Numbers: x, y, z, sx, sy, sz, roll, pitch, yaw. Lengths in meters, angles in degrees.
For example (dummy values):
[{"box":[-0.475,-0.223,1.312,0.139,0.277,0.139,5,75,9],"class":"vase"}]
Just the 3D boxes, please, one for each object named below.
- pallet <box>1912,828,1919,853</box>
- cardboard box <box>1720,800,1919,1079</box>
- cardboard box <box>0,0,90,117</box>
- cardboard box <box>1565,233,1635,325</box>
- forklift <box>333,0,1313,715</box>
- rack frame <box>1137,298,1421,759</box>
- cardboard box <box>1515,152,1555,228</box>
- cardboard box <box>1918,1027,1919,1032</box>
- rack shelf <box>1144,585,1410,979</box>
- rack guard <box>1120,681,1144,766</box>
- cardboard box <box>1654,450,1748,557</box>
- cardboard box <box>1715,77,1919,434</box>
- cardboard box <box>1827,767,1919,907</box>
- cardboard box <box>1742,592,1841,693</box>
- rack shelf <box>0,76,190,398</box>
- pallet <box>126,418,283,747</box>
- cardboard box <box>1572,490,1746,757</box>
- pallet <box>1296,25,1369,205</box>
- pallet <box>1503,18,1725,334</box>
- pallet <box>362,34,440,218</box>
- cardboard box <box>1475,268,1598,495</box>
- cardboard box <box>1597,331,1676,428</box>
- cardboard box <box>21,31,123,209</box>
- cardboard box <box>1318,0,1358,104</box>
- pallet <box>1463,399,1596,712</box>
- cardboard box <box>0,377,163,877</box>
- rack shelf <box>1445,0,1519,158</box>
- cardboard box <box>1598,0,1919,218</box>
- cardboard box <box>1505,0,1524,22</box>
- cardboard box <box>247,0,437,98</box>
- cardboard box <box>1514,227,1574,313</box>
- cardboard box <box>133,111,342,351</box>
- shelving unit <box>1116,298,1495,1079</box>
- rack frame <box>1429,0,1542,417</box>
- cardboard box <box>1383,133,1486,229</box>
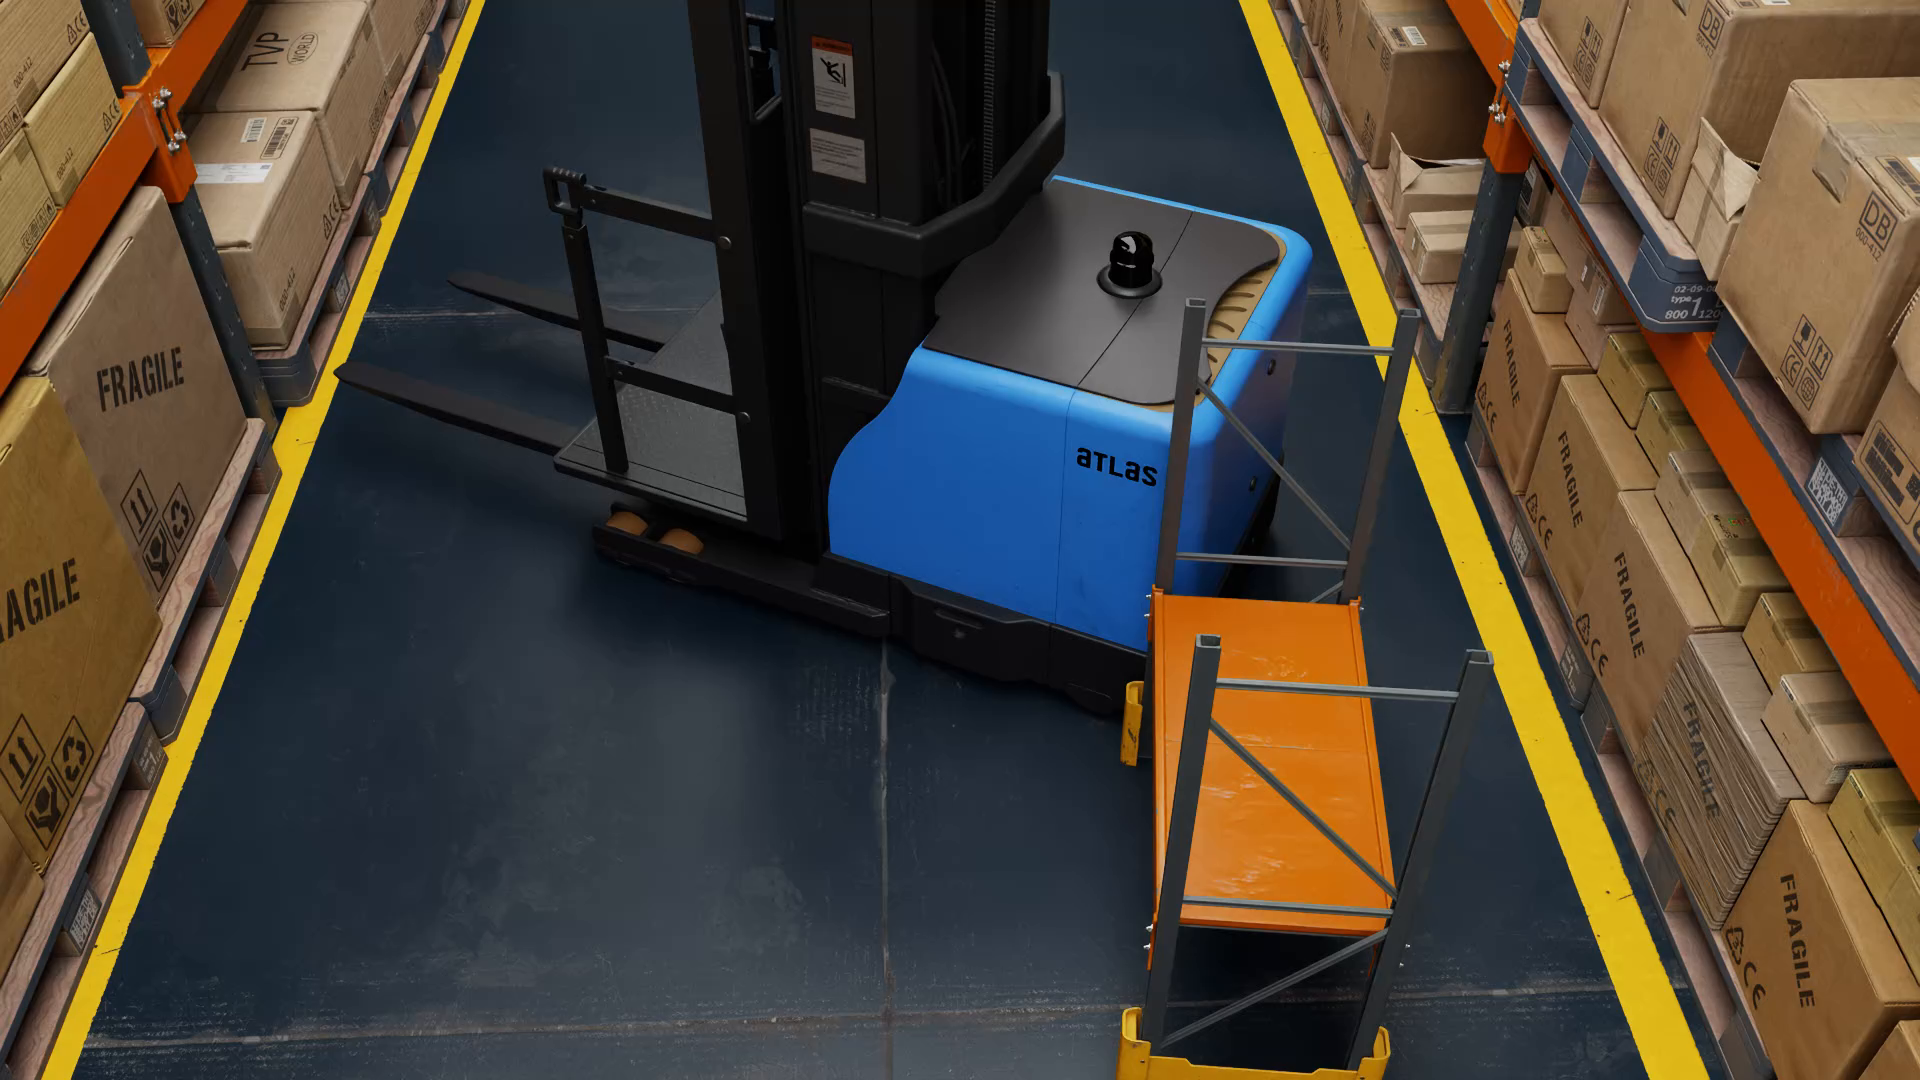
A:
[{"box":[2.210,0.729,2.376,1.213,0.211,1.003,-2,43,-2],"class":"pallet"},{"box":[2.041,0.910,3.576,0.500,0.500,0.500,0,43,0],"class":"cardboard box"},{"box":[-2.558,-1.280,4.167,0.500,0.250,0.500,-2,43,-2],"class":"cardboard box"},{"box":[1.948,-0.744,4.681,0.380,0.149,0.250,-4,43,-4],"class":"cardboard box"},{"box":[-0.572,-1.256,4.451,3.031,2.935,1.130,17,45,18],"class":"forklift"},{"box":[0.737,0.053,4.082,0.500,1.500,0.032,3,43,3],"class":"rack frame"},{"box":[2.347,-1.203,6.021,0.500,0.311,0.500,0,43,0],"class":"cardboard box"},{"box":[2.026,0.953,3.049,0.380,0.149,0.250,-3,43,-3],"class":"cardboard box"},{"box":[0.695,0.528,3.830,0.538,0.185,1.000,3,43,3],"class":"rack shelf"},{"box":[0.737,0.515,4.504,0.587,0.250,0.087,3,43,3],"class":"rack guard"},{"box":[1.999,-0.097,4.195,0.380,0.149,0.250,-2,43,-2],"class":"cardboard box"},{"box":[1.992,-0.565,3.262,0.700,0.500,0.500,-2,43,-2],"class":"cardboard box"},{"box":[2.049,0.605,3.429,0.380,0.149,0.250,-2,43,-2],"class":"cardboard box"},{"box":[2.047,0.252,3.814,0.380,0.149,0.250,-1,43,-2],"class":"cardboard box"},{"box":[-2.735,0.174,3.372,1.077,0.370,4.000,-2,43,-2],"class":"rack shelf"},{"box":[-2.712,0.106,4.979,1.003,0.211,1.213,-2,43,-2],"class":"pallet"},{"box":[1.984,0.210,4.340,0.500,0.500,0.500,-3,43,-3],"class":"cardboard box"},{"box":[2.056,-1.847,7.109,1.003,0.211,1.213,-2,43,-2],"class":"pallet"},{"box":[2.064,-0.973,4.233,1.003,0.211,1.213,-2,43,-2],"class":"pallet"},{"box":[-2.829,-1.754,7.008,1.003,0.211,1.213,-2,43,-2],"class":"pallet"},{"box":[1.935,-0.486,5.100,0.500,0.500,0.500,0,43,0],"class":"cardboard box"},{"box":[2.000,-0.451,4.581,0.380,0.149,0.250,-4,43,-4],"class":"cardboard box"},{"box":[-2.549,-1.090,4.331,0.500,0.250,0.500,-3,43,-3],"class":"cardboard box"},{"box":[1.821,-2.166,6.933,0.500,0.500,0.500,-1,43,-1],"class":"cardboard box"},{"box":[2.212,-0.010,5.105,1.003,0.211,1.213,-2,43,-2],"class":"pallet"},{"box":[-2.667,0.213,4.059,0.875,0.875,0.875,-1,43,-1],"class":"cardboard box"},{"box":[2.054,-2.671,6.477,1.077,0.370,4.000,-2,43,-2],"class":"rack shelf"},{"box":[1.958,-1.095,3.840,0.700,0.500,0.500,-1,43,-1],"class":"cardboard box"},{"box":[1.873,-1.702,5.072,0.380,0.149,0.250,-1,43,-1],"class":"cardboard box"},{"box":[-2.814,-2.292,7.115,0.875,0.438,0.875,-1,43,-1],"class":"cardboard box"},{"box":[1.889,-0.809,4.972,0.380,0.149,0.250,0,43,0],"class":"cardboard box"},{"box":[-2.739,-1.078,5.792,0.875,0.438,0.875,-2,43,-2],"class":"cardboard box"},{"box":[0.696,0.389,3.715,0.587,1.500,1.083,3,43,3],"class":"shelving unit"},{"box":[2.139,-1.586,4.760,1.000,3.000,0.127,-2,43,-2],"class":"rack frame"},{"box":[1.807,-1.342,6.206,0.396,0.266,0.258,0,43,0],"class":"cardboard box"}]
